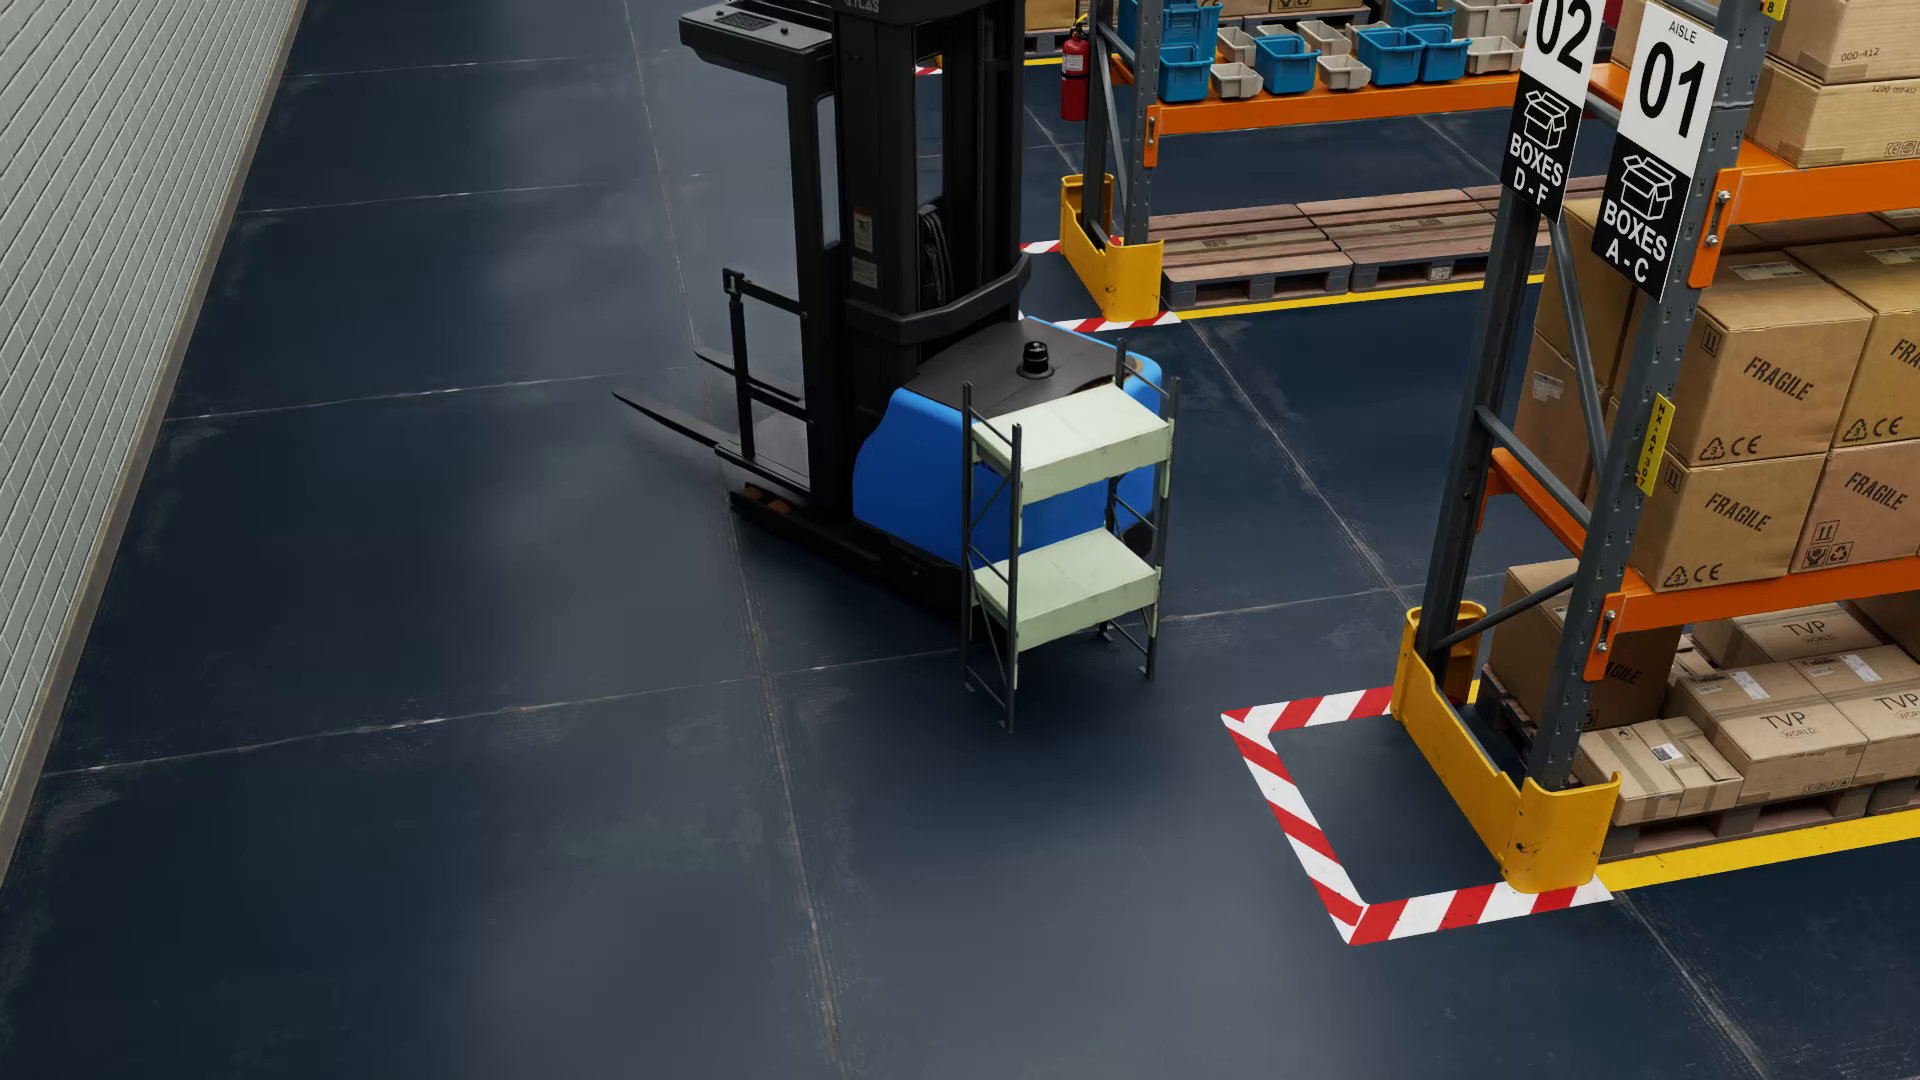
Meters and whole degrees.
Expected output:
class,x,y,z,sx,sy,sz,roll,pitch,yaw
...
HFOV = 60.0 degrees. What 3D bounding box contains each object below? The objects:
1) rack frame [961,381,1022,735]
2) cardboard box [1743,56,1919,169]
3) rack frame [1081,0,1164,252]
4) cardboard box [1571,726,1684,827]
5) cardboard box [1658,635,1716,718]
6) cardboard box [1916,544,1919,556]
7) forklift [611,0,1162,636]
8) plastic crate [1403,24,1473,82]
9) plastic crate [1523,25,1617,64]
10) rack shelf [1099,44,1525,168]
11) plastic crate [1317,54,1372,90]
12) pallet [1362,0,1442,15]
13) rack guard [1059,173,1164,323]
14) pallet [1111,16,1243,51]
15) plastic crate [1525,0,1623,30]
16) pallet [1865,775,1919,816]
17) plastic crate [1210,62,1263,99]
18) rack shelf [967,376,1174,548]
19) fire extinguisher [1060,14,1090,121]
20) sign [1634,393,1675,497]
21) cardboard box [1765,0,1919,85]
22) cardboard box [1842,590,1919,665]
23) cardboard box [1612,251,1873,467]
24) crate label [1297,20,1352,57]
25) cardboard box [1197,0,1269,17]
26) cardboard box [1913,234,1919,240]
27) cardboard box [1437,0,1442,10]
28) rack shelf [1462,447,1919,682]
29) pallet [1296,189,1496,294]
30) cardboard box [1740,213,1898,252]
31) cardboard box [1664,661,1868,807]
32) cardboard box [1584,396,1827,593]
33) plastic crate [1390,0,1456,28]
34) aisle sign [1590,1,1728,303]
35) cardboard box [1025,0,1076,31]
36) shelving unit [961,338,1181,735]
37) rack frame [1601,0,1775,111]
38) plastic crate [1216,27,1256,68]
class,x,y,z,sx,sy,sz,roll,pitch,yaw
rack frame,0.118,0.102,6.748,0.023,1.500,0.400,-18,38,-25
cardboard box,2.617,-1.342,5.001,0.500,0.250,0.500,-7,35,-11
rack frame,0.970,-2.927,9.919,0.127,3.000,1.000,-7,35,-11
cardboard box,2.544,0.902,6.377,0.250,0.149,0.380,-7,35,-11
cardboard box,2.950,0.558,6.874,0.250,0.166,0.380,-7,35,-11
cardboard box,3.543,-0.313,5.935,0.500,0.500,0.500,-7,35,-11
forklift,-0.525,-1.449,7.778,3.031,2.935,1.130,25,41,32
plastic crate,2.861,-2.932,10.024,0.300,0.233,0.416,-7,35,-11
plastic crate,3.839,-3.045,10.289,0.590,0.125,0.437,-7,35,-11
rack shelf,2.921,-2.874,10.486,4.000,0.370,1.077,-7,35,-11
plastic crate,2.276,-2.771,9.870,0.298,0.136,0.250,-7,35,-11
pallet,4.515,-5.088,15.643,1.213,0.211,1.003,-7,35,-11
rack guard,0.950,-1.879,10.601,0.348,0.500,1.175,-7,35,-11
pallet,1.828,-4.749,15.138,1.213,0.211,1.003,-7,35,-11
plastic crate,3.946,-3.496,10.657,0.583,0.464,0.402,-7,35,-11
pallet,4.098,0.668,7.065,1.213,0.211,1.003,-7,35,-11
plastic crate,1.615,-2.688,9.746,0.298,0.136,0.250,-7,35,-11
rack shelf,0.435,-0.324,6.683,0.720,0.370,0.431,-18,38,-25
fire extinguisher,0.723,-2.968,10.385,0.183,0.674,0.296,-7,35,-11
sign,2.179,-0.299,5.226,0.005,0.325,0.100,-7,35,-11
cardboard box,2.618,-1.546,4.857,0.500,0.250,0.500,-7,35,-11
cardboard box,4.129,0.362,6.864,0.637,0.503,0.797,-7,35,-11
cardboard box,2.550,-0.602,5.468,0.500,0.500,0.500,-6,34,-9
crate label,2.278,-3.116,10.384,0.243,0.136,0.396,-7,35,-11
cardboard box,2.240,-5.254,14.917,0.875,0.875,0.875,-7,35,-11
cardboard box,3.548,-0.729,5.658,0.500,0.500,0.500,-7,34,-10
cardboard box,4.399,-5.492,15.272,0.875,0.875,1.225,-7,35,-10
rack shelf,4.010,-0.181,6.474,4.000,0.370,1.077,-7,35,-11
pallet,2.971,-1.997,11.036,1.213,0.211,1.003,-7,35,-11
cardboard box,2.925,-0.957,5.998,0.500,0.500,0.500,-6,34,-9
cardboard box,3.140,0.751,6.512,0.500,0.250,0.500,-7,35,-11
cardboard box,2.550,-0.187,5.747,0.500,0.500,0.500,-6,34,-10
plastic crate,2.917,-3.274,10.533,0.300,0.233,0.416,-7,35,-11
aisle sign,2.058,-1.145,4.932,0.004,0.787,0.394,-7,35,-11
cardboard box,0.484,-5.033,14.588,0.875,0.875,0.875,-7,35,-11
shelving unit,0.433,-0.001,6.902,0.755,1.500,0.431,-18,38,-25
rack frame,2.059,-2.725,4.235,0.127,3.000,1.000,-7,35,-11
plastic crate,1.726,-3.041,10.272,0.243,0.136,0.396,-7,35,-11
